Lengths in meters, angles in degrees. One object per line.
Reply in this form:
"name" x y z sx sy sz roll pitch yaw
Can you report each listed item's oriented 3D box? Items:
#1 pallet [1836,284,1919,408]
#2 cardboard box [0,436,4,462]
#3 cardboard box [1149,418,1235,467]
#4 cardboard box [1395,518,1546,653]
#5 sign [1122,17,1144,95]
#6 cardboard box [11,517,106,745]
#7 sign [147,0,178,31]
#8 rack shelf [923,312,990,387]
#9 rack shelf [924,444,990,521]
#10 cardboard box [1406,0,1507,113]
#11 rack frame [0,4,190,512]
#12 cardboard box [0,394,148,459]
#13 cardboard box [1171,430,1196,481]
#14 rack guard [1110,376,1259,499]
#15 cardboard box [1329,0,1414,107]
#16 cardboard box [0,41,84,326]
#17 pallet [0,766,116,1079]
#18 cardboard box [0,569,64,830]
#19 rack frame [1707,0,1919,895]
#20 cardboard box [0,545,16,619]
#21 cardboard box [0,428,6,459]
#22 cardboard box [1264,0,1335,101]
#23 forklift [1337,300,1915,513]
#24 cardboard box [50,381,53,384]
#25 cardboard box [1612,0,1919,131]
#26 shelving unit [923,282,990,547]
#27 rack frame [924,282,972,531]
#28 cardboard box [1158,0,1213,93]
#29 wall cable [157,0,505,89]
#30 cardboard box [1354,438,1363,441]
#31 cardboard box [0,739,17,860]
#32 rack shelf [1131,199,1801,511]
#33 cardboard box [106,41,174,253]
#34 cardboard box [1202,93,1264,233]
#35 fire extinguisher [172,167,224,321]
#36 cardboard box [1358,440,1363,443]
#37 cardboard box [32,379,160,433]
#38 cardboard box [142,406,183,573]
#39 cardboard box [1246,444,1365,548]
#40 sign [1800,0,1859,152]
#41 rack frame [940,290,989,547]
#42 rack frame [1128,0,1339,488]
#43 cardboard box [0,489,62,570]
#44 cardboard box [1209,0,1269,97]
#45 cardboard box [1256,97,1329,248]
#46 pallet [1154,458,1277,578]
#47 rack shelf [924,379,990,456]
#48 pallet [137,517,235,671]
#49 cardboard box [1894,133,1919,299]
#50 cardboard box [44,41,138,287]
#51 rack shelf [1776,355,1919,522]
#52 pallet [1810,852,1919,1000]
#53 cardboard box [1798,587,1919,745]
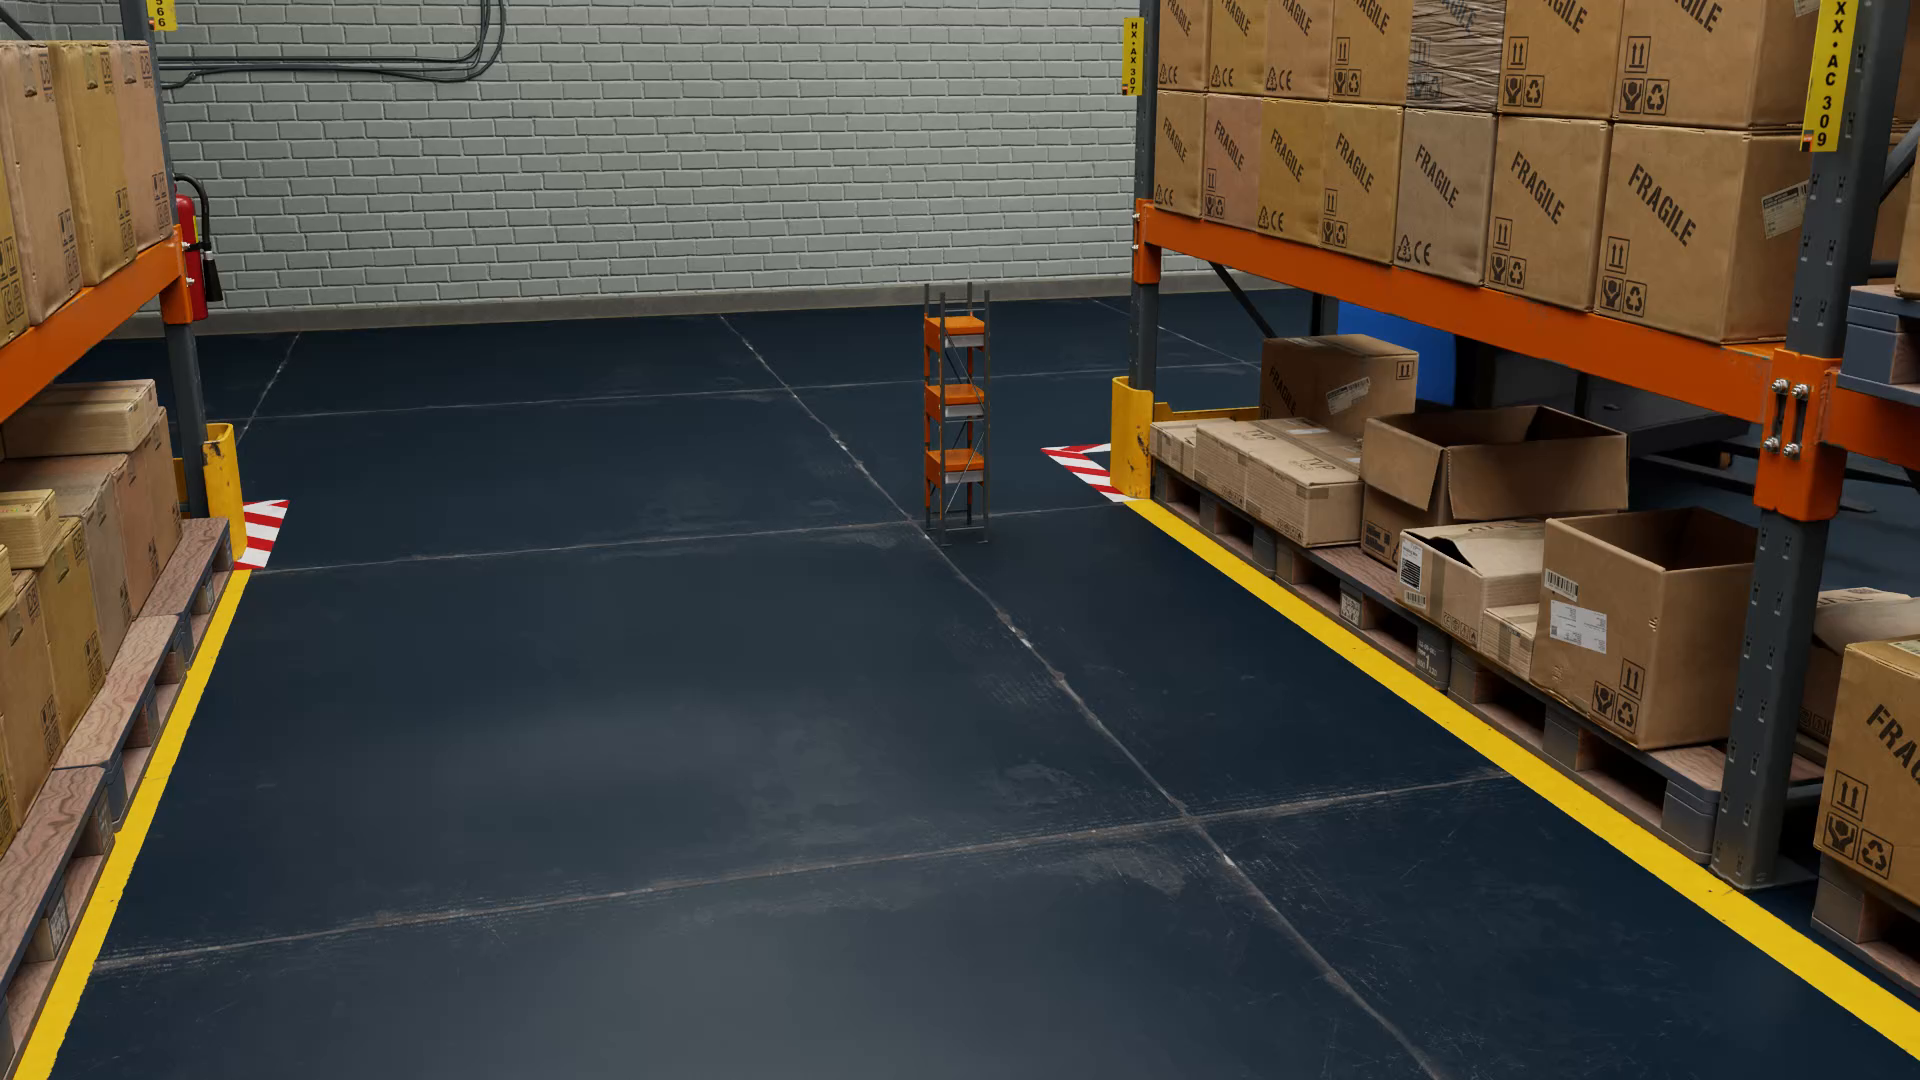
"pallet" 2.492 -0.304 3.085 1.003 0.211 1.213 -5 17 -15
"cardboard box" -3.214 -0.278 5.151 0.380 0.149 0.250 -5 17 -15
"cardboard box" 1.062 -0.435 7.376 0.380 0.149 0.250 -5 17 -15
"cardboard box" 1.742 0.108 5.286 0.500 0.311 0.500 -5 17 -15
"sign" 0.756 -2.104 7.238 0.100 0.325 0.005 -5 17 -15
"cardboard box" -2.766 0.266 4.466 0.700 0.500 0.500 -4 17 -14
"sign" -2.959 -2.047 6.127 0.100 0.325 0.005 -5 17 -15
"rack shelf" -0.015 -0.779 6.772 0.215 0.259 0.240 -5 17 -15
"rack shelf" -0.015 -0.241 6.933 0.215 0.259 0.240 -5 17 -15
"cardboard box" 1.707 -1.553 4.996 0.500 0.500 0.500 -5 17 -15
"rack frame" -3.481 -1.340 6.199 0.949 2.616 0.053 -5 17 -15
"cardboard box" -2.914 -0.377 5.480 0.380 0.149 0.250 -4 17 -14
"cardboard box" 1.131 -0.374 7.143 0.380 0.166 0.250 -5 17 -15
"rack guard" 1.299 -0.514 7.795 1.175 0.500 0.348 -5 17 -15
"cardboard box" 1.570 -1.692 5.460 0.500 0.500 0.500 -5 17 -16
"cardboard box" -2.923 -0.931 4.316 0.980 0.700 0.700 -6 18 -18
"pallet" -2.519 0.886 3.636 1.003 0.211 1.213 -5 17 -15
"cardboard box" -2.627 0.409 3.993 0.700 0.500 0.500 -5 17 -16
"rack frame" 2.377 -0.626 3.822 1.000 3.000 0.127 -5 17 -15
"cardboard box" -2.411 0.128 3.799 0.380 0.149 0.250 -4 17 -13
"cardboard box" -3.282 -0.347 5.382 0.380 0.149 0.250 -5 17 -15
"cardboard box" 1.430 -1.833 5.927 0.500 0.500 0.500 -4 17 -14
"forklift" 3.048 -1.719 7.582 1.130 2.935 3.031 -10 20 -31
"cardboard box" -3.422 -0.487 5.848 0.380 0.149 0.250 -5 17 -15
"cardboard box" 1.989 -1.272 4.061 0.500 0.500 0.500 -5 17 -15
"shelving unit" -0.015 -0.518 6.850 0.215 1.050 0.252 -5 17 -15
"rack frame" -0.048 -0.551 6.963 0.200 1.050 0.008 -5 17 -15
"cardboard box" 1.146 -2.115 6.869 0.500 0.500 0.500 -4 17 -14
"wall cable" -4.695 -4.318 11.084 3.097 2.526 0.112 -5 17 -15
"cardboard box" 1.689 -0.336 7.017 0.380 0.166 0.250 -5 17 -15
"cardboard box" -2.492 0.548 3.529 0.700 0.500 0.500 -4 17 -15
"rack shelf" 1.827 -0.835 5.767 1.077 0.370 4.000 -5 17 -15
"cardboard box" -3.334 -1.343 5.688 0.980 0.700 0.700 -4 17 -13
"cardboard box" 1.293 -1.494 6.539 0.500 0.500 0.500 -5 17 -16
"fire extinguisher" -3.082 -1.202 6.523 0.296 0.674 0.183 -5 17 -15
"cardboard box" 1.896 -0.230 6.519 0.500 0.250 0.500 -5 17 -15
"cardboard box" -2.985 -0.447 5.715 0.380 0.149 0.250 -5 17 -16
"cardboard box" -3.196 -0.158 5.879 0.700 0.500 0.500 -5 17 -15
"cardboard box" 1.429 -0.177 6.341 0.500 0.250 0.500 -5 17 -15
"sign" 1.857 -0.995 3.547 0.100 0.325 0.005 -5 17 -15
"rack frame" 0.019 -0.484 6.738 0.200 1.050 0.008 -5 17 -15
"rack frame" 1.278 -1.732 7.505 1.000 3.000 0.127 -5 17 -15
"cardboard box" -2.554 -0.016 4.280 0.380 0.149 0.250 -5 17 -17
"cardboard box" 1.297 -1.971 6.389 0.500 0.500 0.500 -5 17 -15
"cardboard box" 1.428 -1.355 6.076 0.500 0.500 0.500 -5 17 -15
"pallet" 1.519 -0.155 7.102 1.003 0.211 1.213 -5 17 -15
"rack shelf" -0.015 -0.507 6.853 0.215 0.259 0.240 -5 17 -15
"pallet" -3.189 0.211 5.883 1.003 0.211 1.213 -5 17 -15
"cardboard box" 2.292 -0.726 3.252 0.700 0.500 0.500 -12 20 -34
"cardboard box" -3.124 -1.143 5.021 0.980 0.700 0.700 -5 17 -16
"rack shelf" 2.927 0.272 2.084 1.077 0.370 4.000 -5 17 -15
"pallet" 2.637 0.932 3.484 1.003 0.211 1.213 -5 17 -15
"cardboard box" 2.470 0.318 4.589 0.500 0.311 0.500 -5 17 -15
